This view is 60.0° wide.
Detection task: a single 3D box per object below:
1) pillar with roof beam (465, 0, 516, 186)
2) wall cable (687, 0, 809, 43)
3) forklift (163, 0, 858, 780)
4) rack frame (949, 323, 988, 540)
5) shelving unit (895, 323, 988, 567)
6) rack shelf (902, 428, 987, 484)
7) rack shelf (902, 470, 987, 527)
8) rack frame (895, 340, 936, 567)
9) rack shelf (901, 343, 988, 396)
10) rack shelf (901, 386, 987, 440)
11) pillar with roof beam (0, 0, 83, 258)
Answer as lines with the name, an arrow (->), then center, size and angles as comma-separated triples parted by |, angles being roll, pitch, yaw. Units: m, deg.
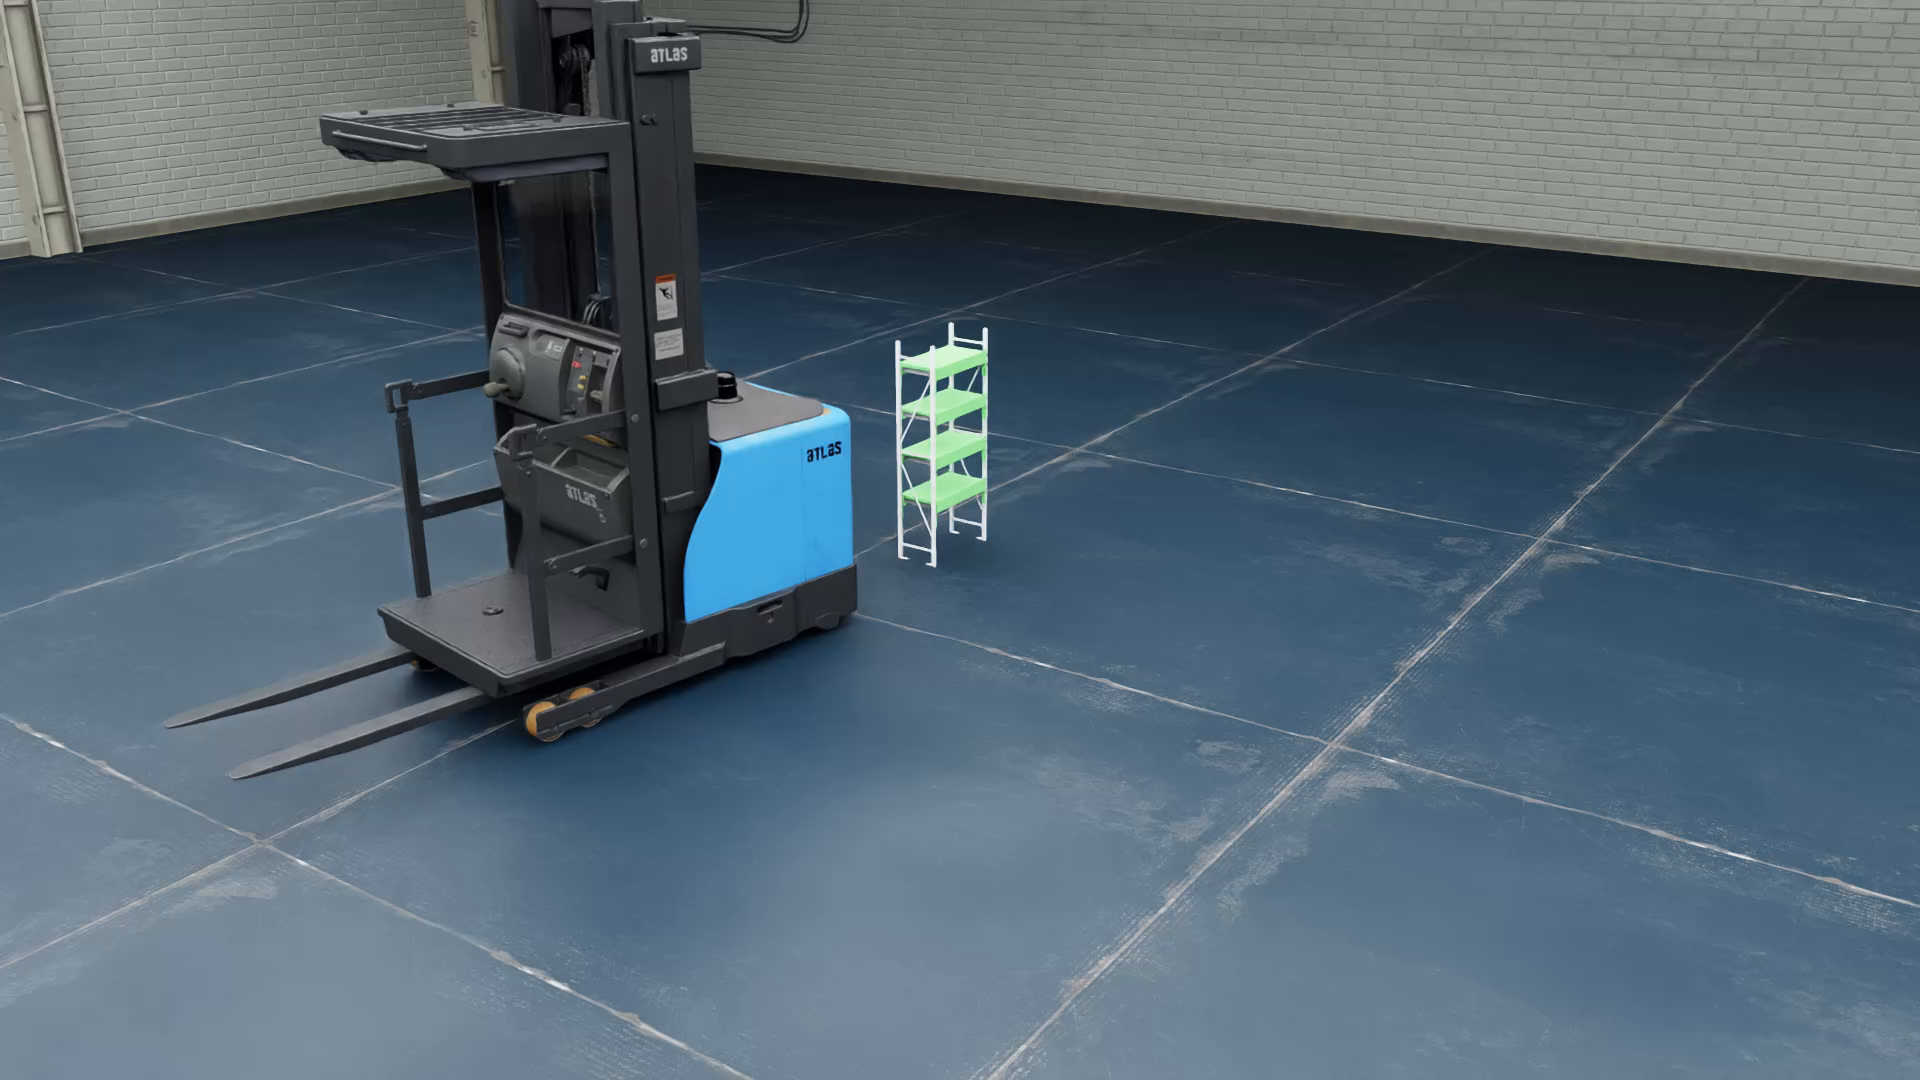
pillar with roof beam -> -2.493, -8.096, 18.181 | 9.100, 9.000, 0.400 | 13, 24, 32
wall cable -> -3.303, -8.067, 22.577 | 3.097, 2.526, 0.112 | 13, 24, 32
forklift -> -1.892, -0.728, 7.009 | 1.130, 2.935, 3.031 | 19, 27, 41
rack frame -> 0.044, -0.585, 9.118 | 0.240, 1.200, 0.015 | 13, 24, 32
shelving unit -> -0.093, -0.515, 8.928 | 0.258, 1.200, 0.503 | 13, 24, 32
rack shelf -> -0.093, -0.455, 8.951 | 0.258, 0.148, 0.480 | 13, 24, 32
rack shelf -> -0.093, -0.230, 9.034 | 0.258, 0.148, 0.480 | 13, 24, 32
rack frame -> -0.230, -0.445, 8.739 | 0.240, 1.200, 0.015 | 13, 24, 32
rack shelf -> -0.093, -0.906, 8.784 | 0.258, 0.148, 0.480 | 13, 24, 32
rack shelf -> -0.093, -0.680, 8.867 | 0.258, 0.148, 0.480 | 13, 24, 32
pillar with roof beam -> -5.866, -6.374, 13.527 | 9.100, 9.000, 0.400 | 13, 24, 32
